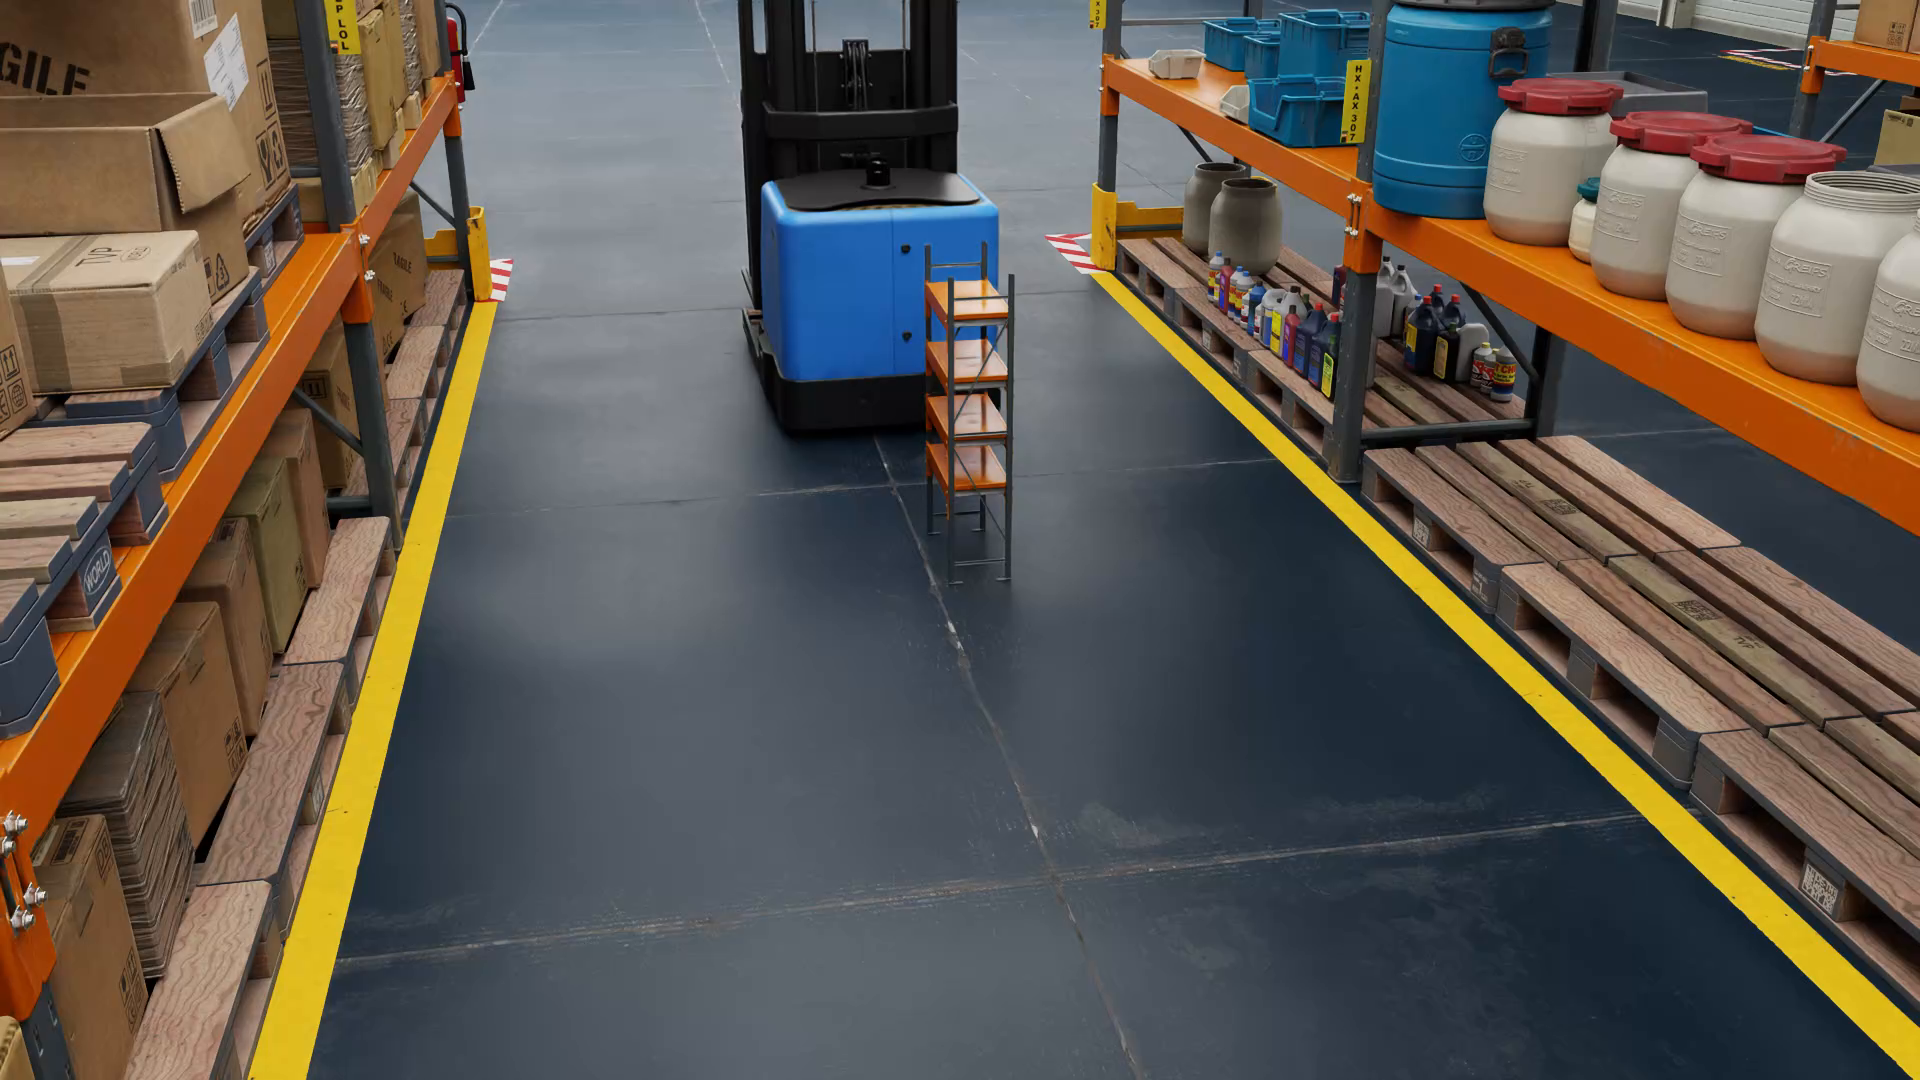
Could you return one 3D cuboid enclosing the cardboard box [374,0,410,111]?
[{"bbox_3d":[-3.054,-2.259,7.679,0.875,0.500,0.500,-4,24,-10],"label":"cardboard box"}]

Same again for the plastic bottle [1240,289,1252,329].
[{"bbox_3d":[1.527,-1.217,8.736,0.097,0.201,0.097,0,24,0],"label":"plastic bottle"}]

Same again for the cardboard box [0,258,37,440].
[{"bbox_3d":[-2.332,-0.394,3.255,0.700,0.500,0.500,-1,24,-2],"label":"cardboard box"}]

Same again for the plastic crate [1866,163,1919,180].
[{"bbox_3d":[2.879,-0.788,4.727,0.402,0.464,0.583,-4,24,-10],"label":"plastic crate"}]

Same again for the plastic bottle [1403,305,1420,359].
[{"bbox_3d":[2.250,-1.022,8.200,0.097,0.271,0.097,0,24,0],"label":"plastic bottle"}]

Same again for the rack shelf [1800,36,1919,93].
[{"bbox_3d":[6.636,-2.496,9.616,1.077,0.370,4.000,-4,24,-10],"label":"rack shelf"}]

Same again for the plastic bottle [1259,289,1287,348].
[{"bbox_3d":[1.613,-1.126,8.434,0.152,0.276,0.135,-4,24,-9],"label":"plastic bottle"}]

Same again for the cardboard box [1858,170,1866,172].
[{"bbox_3d":[6.146,-2.317,11.219,0.500,0.250,0.500,-4,24,-10],"label":"cardboard box"}]

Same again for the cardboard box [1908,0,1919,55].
[{"bbox_3d":[6.442,-3.267,10.359,0.700,0.500,0.500,-4,24,-8],"label":"cardboard box"}]

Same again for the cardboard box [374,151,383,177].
[{"bbox_3d":[-2.637,-1.592,6.962,0.380,0.149,0.250,-4,24,-10],"label":"cardboard box"}]

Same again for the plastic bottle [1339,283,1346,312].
[{"bbox_3d":[2.094,-1.304,8.935,0.097,0.201,0.097,0,24,0],"label":"plastic bottle"}]

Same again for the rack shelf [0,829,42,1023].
[{"bbox_3d":[-1.621,1.382,0.736,1.077,0.370,4.000,-4,24,-10],"label":"rack shelf"}]

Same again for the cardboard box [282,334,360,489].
[{"bbox_3d":[-2.765,-0.515,6.779,0.500,0.500,0.500,-5,24,-11],"label":"cardboard box"}]

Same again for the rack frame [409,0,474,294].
[{"bbox_3d":[-3.470,-2.881,9.598,1.000,3.000,0.127,-4,24,-10],"label":"rack frame"}]

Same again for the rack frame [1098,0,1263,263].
[{"bbox_3d":[1.397,-3.247,10.437,1.000,3.000,0.127,-4,24,-10],"label":"rack frame"}]

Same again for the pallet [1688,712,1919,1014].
[{"bbox_3d":[2.772,0.870,4.495,1.003,0.211,1.213,-4,24,-10],"label":"pallet"}]

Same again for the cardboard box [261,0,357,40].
[{"bbox_3d":[-2.564,-2.144,6.164,0.500,0.500,0.500,-4,24,-10],"label":"cardboard box"}]

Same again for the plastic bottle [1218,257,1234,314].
[{"bbox_3d":[1.450,-1.377,9.000,0.061,0.283,0.133,-4,24,-9],"label":"plastic bottle"}]

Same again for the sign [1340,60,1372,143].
[{"bbox_3d":[1.594,-1.764,6.696,0.100,0.325,0.005,-4,24,-10],"label":"sign"}]

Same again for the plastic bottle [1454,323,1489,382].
[{"bbox_3d":[2.422,-0.910,7.940,0.152,0.276,0.135,-3,24,-8],"label":"plastic bottle"}]

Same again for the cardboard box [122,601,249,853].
[{"bbox_3d":[-2.361,0.508,4.412,0.700,0.500,0.500,-2,24,-5],"label":"cardboard box"}]

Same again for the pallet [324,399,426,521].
[{"bbox_3d":[-2.889,-0.291,7.153,1.003,0.211,1.213,-4,24,-10],"label":"pallet"}]

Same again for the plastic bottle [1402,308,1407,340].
[{"bbox_3d":[2.331,-1.129,8.533,0.097,0.201,0.097,0,24,0],"label":"plastic bottle"}]

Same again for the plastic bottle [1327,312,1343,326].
[{"bbox_3d":[1.840,-0.956,8.044,0.152,0.276,0.135,-4,24,-10],"label":"plastic bottle"}]

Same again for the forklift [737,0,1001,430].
[{"bbox_3d":[-0.606,-2.415,8.616,1.130,2.935,3.031,-5,24,-11],"label":"forklift"}]

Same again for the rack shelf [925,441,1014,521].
[{"bbox_3d":[0.031,-0.241,6.467,0.258,0.148,0.480,-4,24,-10],"label":"rack shelf"}]

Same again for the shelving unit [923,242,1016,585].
[{"bbox_3d":[0.031,-0.485,6.361,0.258,1.200,0.503,-4,24,-10],"label":"shelving unit"}]

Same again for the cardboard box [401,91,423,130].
[{"bbox_3d":[-2.834,-2.087,8.094,0.380,0.149,0.250,-4,24,-10],"label":"cardboard box"}]

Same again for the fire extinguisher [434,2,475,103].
[{"bbox_3d":[-3.039,-2.924,9.795,0.296,0.674,0.183,-4,24,-10],"label":"fire extinguisher"}]

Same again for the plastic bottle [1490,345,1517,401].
[{"bbox_3d":[2.509,-0.783,7.654,0.097,0.271,0.097,0,24,0],"label":"plastic bottle"}]

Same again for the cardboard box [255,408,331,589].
[{"bbox_3d":[-2.638,-0.120,5.851,0.700,0.500,0.500,-6,24,-14],"label":"cardboard box"}]

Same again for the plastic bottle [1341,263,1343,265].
[{"bbox_3d":[2.168,-1.477,9.330,0.097,0.201,0.097,0,24,0],"label":"plastic bottle"}]

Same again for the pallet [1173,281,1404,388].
[{"bbox_3d":[1.825,-1.144,9.106,1.003,0.211,1.213,-4,24,-10],"label":"pallet"}]

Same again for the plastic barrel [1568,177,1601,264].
[{"bbox_3d":[2.231,-1.079,5.645,0.301,0.262,0.301,0,24,0],"label":"plastic barrel"}]

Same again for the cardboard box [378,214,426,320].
[{"bbox_3d":[-3.227,-1.448,8.917,0.500,0.500,0.500,2,24,4],"label":"cardboard box"}]

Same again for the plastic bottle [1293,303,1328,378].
[{"bbox_3d":[1.699,-0.969,7.981,0.144,0.351,0.185,-6,24,-12],"label":"plastic bottle"}]

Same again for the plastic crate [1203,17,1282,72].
[{"bbox_3d":[1.784,-3.004,10.067,0.499,0.251,0.616,-4,24,-10],"label":"plastic crate"}]

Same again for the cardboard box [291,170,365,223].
[{"bbox_3d":[-2.475,-1.299,6.291,0.380,0.149,0.250,-4,24,-10],"label":"cardboard box"}]

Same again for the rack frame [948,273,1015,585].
[{"bbox_3d":[0.076,-0.389,6.141,0.240,1.200,0.015,-4,24,-10],"label":"rack frame"}]

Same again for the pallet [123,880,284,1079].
[{"bbox_3d":[-2.134,1.236,3.655,1.003,0.211,1.213,-4,24,-10],"label":"pallet"}]

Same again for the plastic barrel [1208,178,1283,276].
[{"bbox_3d":[1.687,-1.849,9.820,0.421,0.512,0.421,0,24,0],"label":"plastic barrel"}]

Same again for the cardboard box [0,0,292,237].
[{"bbox_3d":[-2.721,-1.452,5.052,1.000,1.000,1.000,-4,24,-9],"label":"cardboard box"}]

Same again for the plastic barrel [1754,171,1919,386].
[{"bbox_3d":[2.399,-0.706,4.480,0.421,0.512,0.421,0,24,0],"label":"plastic barrel"}]

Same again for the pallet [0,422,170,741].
[{"bbox_3d":[-2.227,0.081,3.055,1.213,0.211,1.003,-4,24,-10],"label":"pallet"}]

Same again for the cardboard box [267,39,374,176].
[{"bbox_3d":[-2.753,-1.671,6.332,0.875,0.500,0.500,-4,24,-10],"label":"cardboard box"}]
